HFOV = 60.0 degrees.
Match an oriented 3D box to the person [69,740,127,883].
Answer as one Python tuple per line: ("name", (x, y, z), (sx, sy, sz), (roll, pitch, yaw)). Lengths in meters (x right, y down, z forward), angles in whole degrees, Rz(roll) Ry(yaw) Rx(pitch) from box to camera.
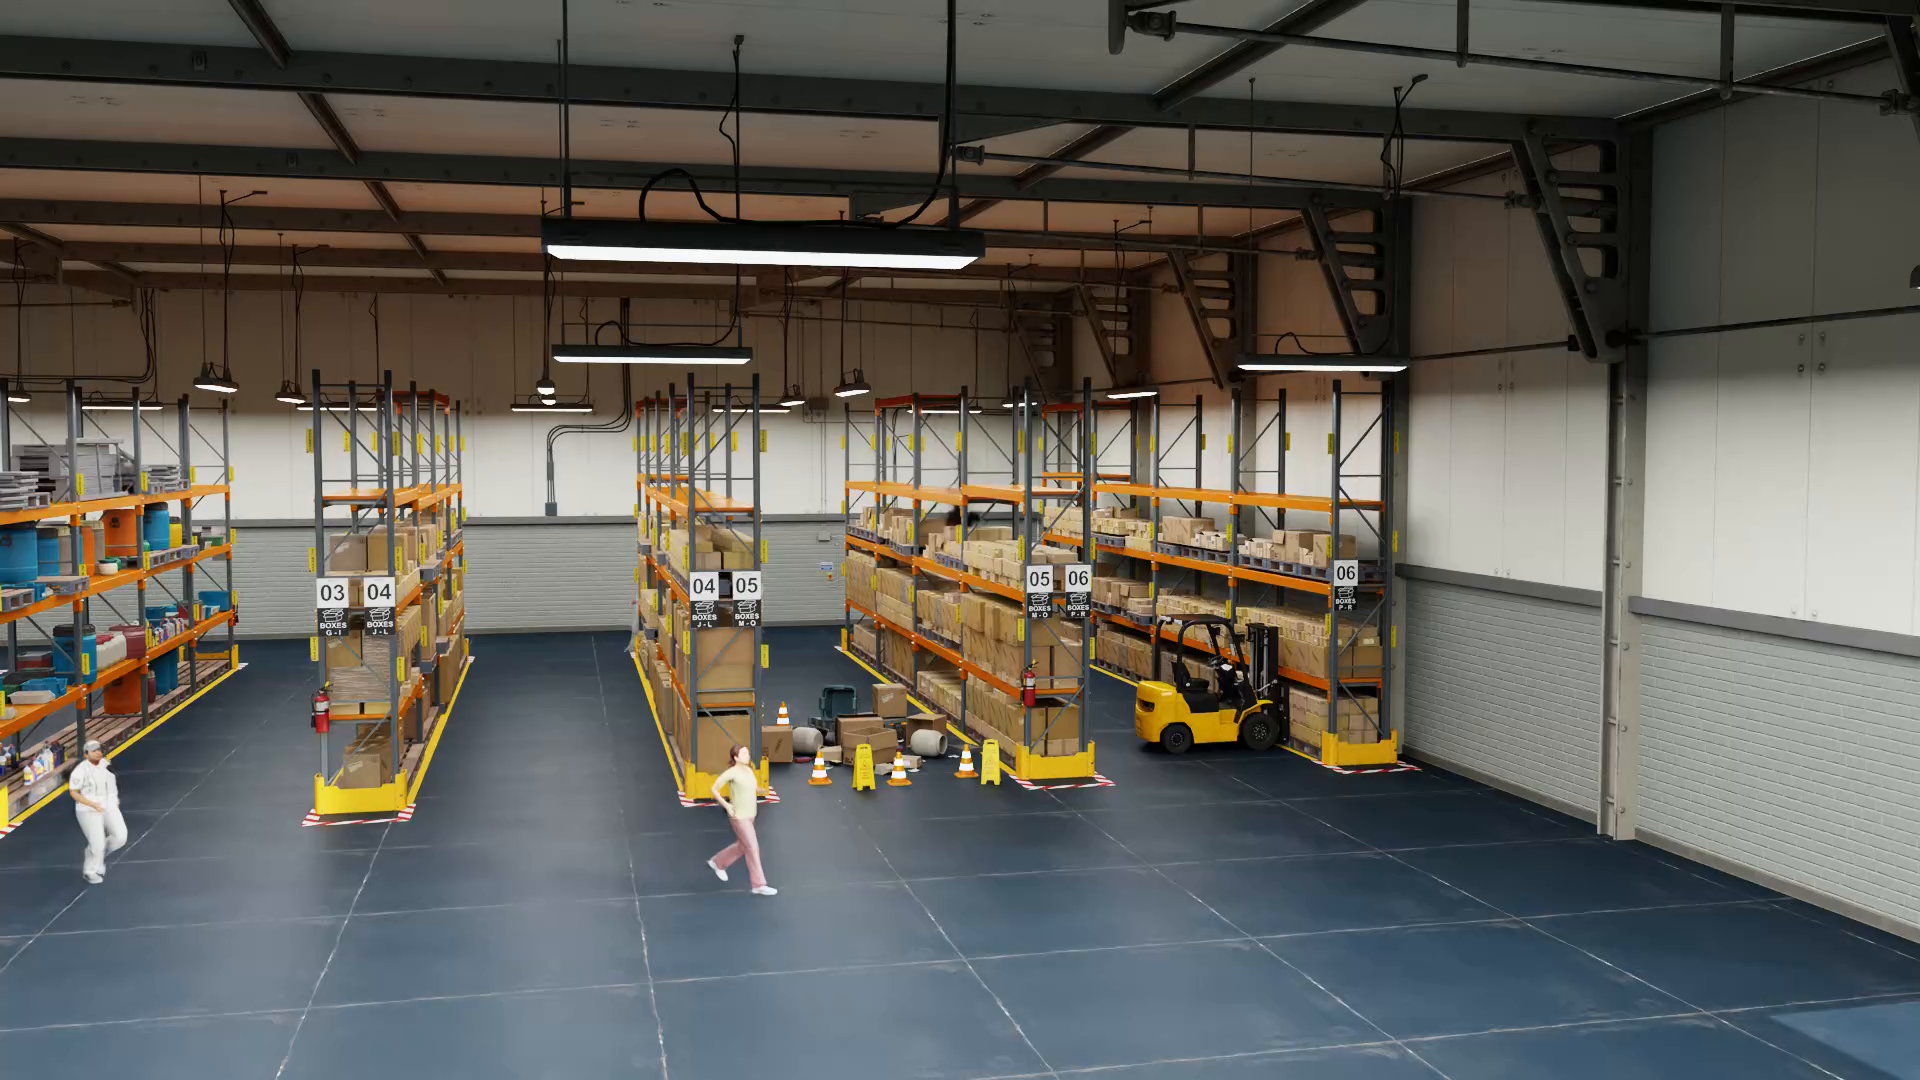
("person", (-9.835, 3.095, 19.021), (0.508, 1.630, 0.616), (2, 4, 26))

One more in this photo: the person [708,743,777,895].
("person", (-2.435, 3.080, 18.513), (0.960, 1.646, 0.581), (2, 4, 26))

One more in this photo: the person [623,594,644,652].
("person", (-7.682, 1.794, 40.211), (0.923, 1.804, 0.723), (-1, 4, -20))
